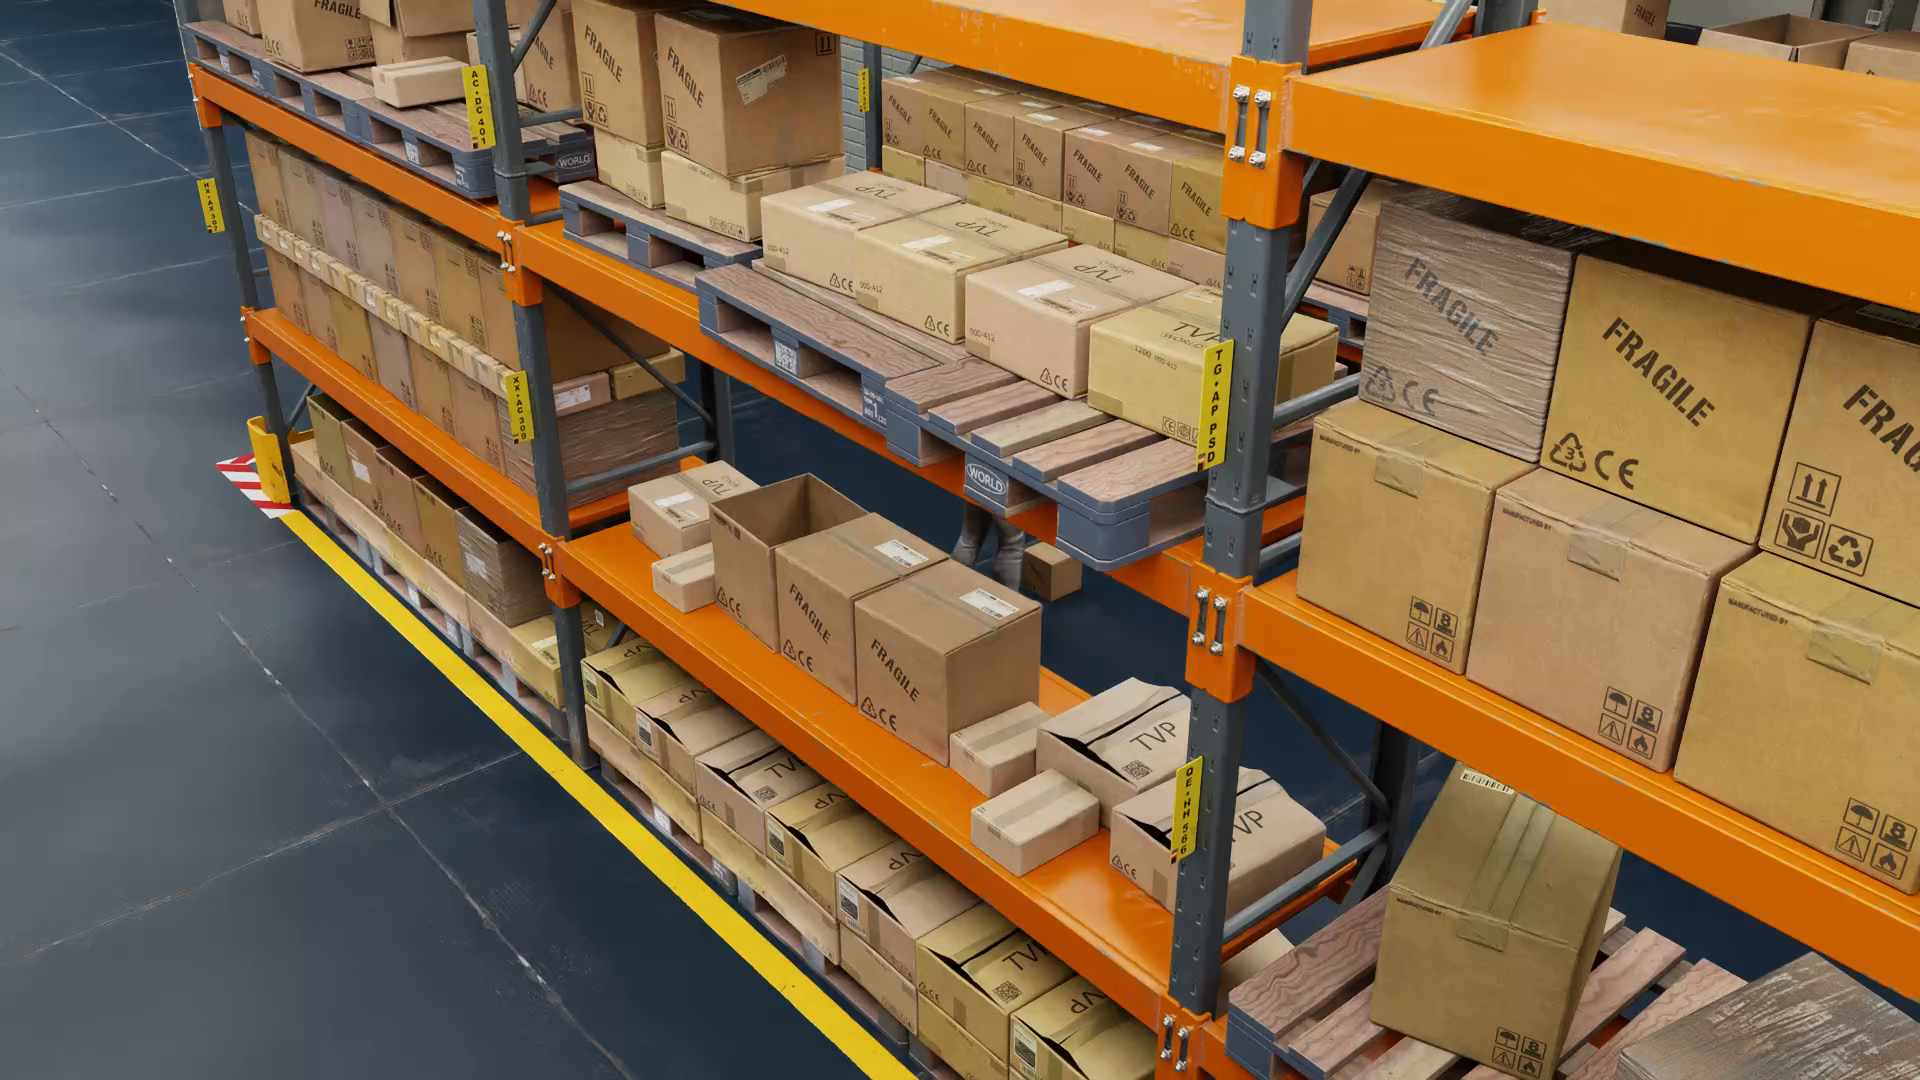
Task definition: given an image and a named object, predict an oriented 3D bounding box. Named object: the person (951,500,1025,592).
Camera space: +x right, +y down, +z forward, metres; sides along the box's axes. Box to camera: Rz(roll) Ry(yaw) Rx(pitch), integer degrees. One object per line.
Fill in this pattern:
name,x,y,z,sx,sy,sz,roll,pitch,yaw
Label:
person,0.185,-0.311,9.273,0.470,1.853,0.570,-21,34,-34
